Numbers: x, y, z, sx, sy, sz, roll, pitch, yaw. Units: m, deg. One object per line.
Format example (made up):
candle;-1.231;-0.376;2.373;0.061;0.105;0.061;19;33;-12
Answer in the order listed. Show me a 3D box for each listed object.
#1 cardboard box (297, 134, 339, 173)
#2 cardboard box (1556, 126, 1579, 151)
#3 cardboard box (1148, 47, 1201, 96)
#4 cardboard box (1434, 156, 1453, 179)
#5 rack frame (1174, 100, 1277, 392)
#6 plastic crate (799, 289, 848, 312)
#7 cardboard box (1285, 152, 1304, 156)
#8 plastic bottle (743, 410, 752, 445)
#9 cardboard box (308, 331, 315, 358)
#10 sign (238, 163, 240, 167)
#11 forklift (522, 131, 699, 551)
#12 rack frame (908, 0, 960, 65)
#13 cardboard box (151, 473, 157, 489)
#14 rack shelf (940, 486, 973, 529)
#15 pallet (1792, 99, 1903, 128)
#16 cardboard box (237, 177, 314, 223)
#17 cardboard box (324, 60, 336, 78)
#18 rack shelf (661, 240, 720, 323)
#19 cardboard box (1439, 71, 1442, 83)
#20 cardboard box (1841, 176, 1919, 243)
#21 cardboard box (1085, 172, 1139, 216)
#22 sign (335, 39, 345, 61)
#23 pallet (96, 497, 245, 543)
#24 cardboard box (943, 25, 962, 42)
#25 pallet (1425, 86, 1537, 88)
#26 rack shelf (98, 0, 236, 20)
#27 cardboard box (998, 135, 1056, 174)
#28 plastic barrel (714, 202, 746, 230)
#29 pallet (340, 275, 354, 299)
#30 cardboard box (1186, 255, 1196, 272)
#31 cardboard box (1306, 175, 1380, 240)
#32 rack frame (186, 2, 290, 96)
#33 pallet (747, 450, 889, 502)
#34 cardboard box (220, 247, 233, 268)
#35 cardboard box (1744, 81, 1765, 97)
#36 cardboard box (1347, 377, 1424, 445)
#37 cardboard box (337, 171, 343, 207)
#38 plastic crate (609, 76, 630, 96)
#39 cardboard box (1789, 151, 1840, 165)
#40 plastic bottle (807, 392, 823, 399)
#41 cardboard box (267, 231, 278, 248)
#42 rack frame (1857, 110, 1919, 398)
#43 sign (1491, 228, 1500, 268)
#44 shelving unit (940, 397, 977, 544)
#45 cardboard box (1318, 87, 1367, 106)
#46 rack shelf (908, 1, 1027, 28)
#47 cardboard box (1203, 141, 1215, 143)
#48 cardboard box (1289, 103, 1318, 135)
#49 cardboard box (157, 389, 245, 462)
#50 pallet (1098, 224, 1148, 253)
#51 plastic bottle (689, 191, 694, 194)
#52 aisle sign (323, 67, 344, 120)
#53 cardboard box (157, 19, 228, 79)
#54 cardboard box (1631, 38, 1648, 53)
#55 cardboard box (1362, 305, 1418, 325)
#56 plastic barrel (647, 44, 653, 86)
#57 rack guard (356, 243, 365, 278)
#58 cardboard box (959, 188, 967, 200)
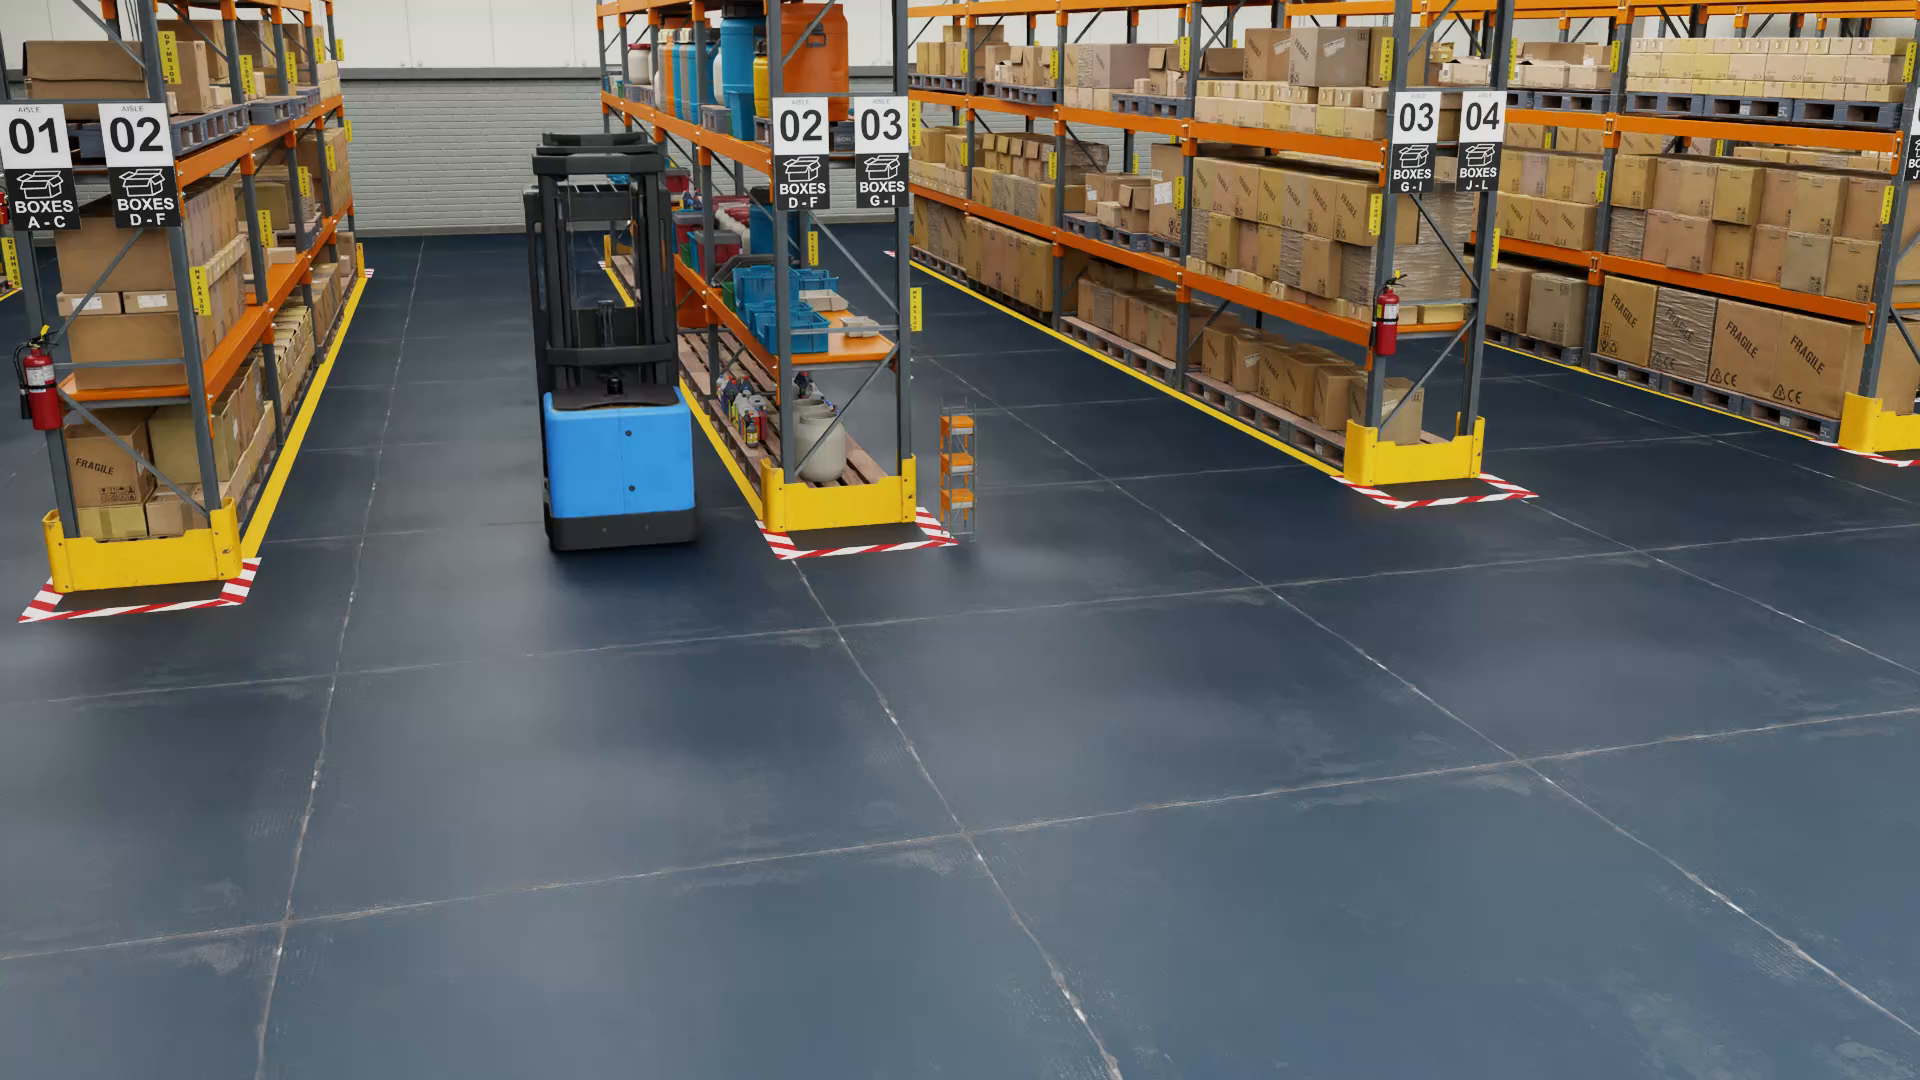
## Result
cardboard box;-9.073;-5.459;23.499;0.500;0.500;0.500;-5;17;-17
cardboard box;9.968;-6.443;26.774;0.500;0.500;0.500;-4;17;-15
cardboard box;2.500;-5.150;18.258;0.797;0.503;0.637;-4;17;-13
cardboard box;6.605;-4.936;21.760;0.700;0.500;0.500;-5;17;-16
rack frame;2.793;-3.064;17.438;1.000;3.000;0.127;-5;17;-15
plastic crate;-1.279;-2.117;14.744;0.530;0.136;0.437;-5;17;-15
cardboard box;5.140;-5.785;25.169;0.380;0.149;0.250;-4;17;-14
plastic bottle;-1.846;-0.980;14.457;0.061;0.283;0.133;-4;17;-14
cardboard box;-7.453;-2.146;18.433;0.500;0.250;0.500;-4;17;-14
sign;-9.451;-4.864;21.927;0.100;0.325;0.005;-5;17;-15
forklift;-2.796;-1.711;13.053;1.130;2.935;3.031;-4;17;-14
rack frame;-0.504;-9.256;27.625;1.000;3.000;0.127;-5;17;-15
cardboard box;-6.214;-0.322;12.359;0.500;0.250;0.500;-5;17;-15
rack shelf;-0.015;-0.241;12.433;0.215;0.259;0.240;-5;17;-15
pallet;8.475;-3.920;15.229;1.003;0.211;1.213;-5;17;-15
cardboard box;-8.181;-4.071;19.886;0.700;0.500;0.500;-1;17;-5
cardboard box;-9.506;-6.945;24.536;0.500;0.250;0.500;-5;17;-15
rack shelf;-2.519;-2.881;18.080;1.077;0.370;4.000;-5;17;-15
cardboard box;6.429;-5.995;21.514;0.380;0.149;0.250;-5;18;-17
cardboard box;8.625;-3.016;15.142;0.875;0.550;0.550;-5;17;-15
cardboard box;1.881;-4.273;20.560;0.500;0.500;0.500;-7;18;-22
sign;-9.491;-7.500;25.453;0.100;0.325;0.005;-5;17;-15
pallet;-5.884;-0.048;12.245;1.003;0.211;1.213;-5;17;-15
cardboard box;0.041;-7.916;25.997;0.500;0.250;0.500;-5;18;-17
pallet;6.719;-5.707;21.351;1.213;0.211;1.003;-4;17;-13
rack shelf;-6.183;-4.066;12.291;1.077;0.370;4.000;-5;17;-15
cardboard box;0.956;-5.438;23.425;0.797;0.503;0.637;-5;17;-15
plastic barrel;-2.580;-3.565;18.911;0.421;0.512;0.421;0;17;0
pallet;-9.458;-3.687;24.361;1.003;0.211;1.213;-5;17;-15
cardboard box;2.563;-2.860;17.197;0.380;0.149;0.250;-5;17;-15
cardboard box;3.361;-2.897;14.454;0.500;0.500;0.500;-5;17;-15
rack frame;-7.832;-6.261;17.655;1.000;3.000;0.127;-5;17;-15
pallet;-1.154;-0.473;13.659;1.003;0.211;1.213;-5;17;-15
cardboard box;-6.174;-2.300;13.595;0.380;0.149;0.250;-5;17;-16
cardboard box;7.854;-4.374;16.119;0.380;0.149;0.250;-4;17;-15
cardboard box;3.737;-1.136;14.633;0.500;0.500;0.500;-1;17;-5
cardboard box;-9.088;-4.985;23.660;0.500;0.500;0.500;-5;17;-16
plastic crate;-4.954;-6.734;24.648;0.437;0.282;0.530;-5;17;-15
cardboard box;11.426;-4.913;22.172;0.500;0.500;0.500;-4;17;-14
plastic bottle;-1.332;-1.236;15.321;0.152;0.276;0.135;-4;17;-14
cardboard box;-7.774;-3.241;18.184;0.500;0.311;0.500;-4;17;-12
rack frame;8.689;-2.322;14.967;1.000;3.000;0.127;-5;17;-15
sign;4.414;-2.415;13.773;0.100;0.325;0.005;-5;17;-15
shelving unit;-0.014;-0.518;12.350;0.215;1.050;0.252;-5;17;-15
cardboard box;3.285;-3.781;14.180;0.380;0.149;0.250;-5;17;-15
rack shelf;0.045;-8.167;25.945;1.077;0.370;4.000;-5;17;-15
cardboard box;4.444;-6.509;28.217;0.500;0.500;0.500;-4;17;-15
cardboard box;3.243;-3.716;14.655;0.500;0.250;0.500;-4;17;-14
cardboard box;-5.856;-0.860;12.848;0.500;0.500;0.500;-5;17;-15
pallet;2.277;-3.534;19.337;1.003;0.211;1.213;-5;17;-15
plastic bottle;-3.748;-4.742;23.241;0.152;0.276;0.135;-5;17;-15
aisle sign;-9.755;-6.889;25.654;0.394;0.787;0.004;-5;17;-15
cardboard box;-6.864;-4.381;14.834;0.500;0.500;0.500;-4;17;-15
cardboard box;7.363;-5.248;17.641;0.380;0.149;0.250;-5;17;-15
cardboard box;3.616;-1.900;13.999;0.380;0.149;0.250;-5;17;-15
plastic barrel;-3.700;-5.960;20.899;0.433;0.535;0.433;0;17;0
rack guard;-10.010;-4.383;26.174;1.175;0.500;0.348;-5;17;-15
cardboard box;0.196;-5.215;25.036;0.380;0.149;0.250;-5;17;-15
